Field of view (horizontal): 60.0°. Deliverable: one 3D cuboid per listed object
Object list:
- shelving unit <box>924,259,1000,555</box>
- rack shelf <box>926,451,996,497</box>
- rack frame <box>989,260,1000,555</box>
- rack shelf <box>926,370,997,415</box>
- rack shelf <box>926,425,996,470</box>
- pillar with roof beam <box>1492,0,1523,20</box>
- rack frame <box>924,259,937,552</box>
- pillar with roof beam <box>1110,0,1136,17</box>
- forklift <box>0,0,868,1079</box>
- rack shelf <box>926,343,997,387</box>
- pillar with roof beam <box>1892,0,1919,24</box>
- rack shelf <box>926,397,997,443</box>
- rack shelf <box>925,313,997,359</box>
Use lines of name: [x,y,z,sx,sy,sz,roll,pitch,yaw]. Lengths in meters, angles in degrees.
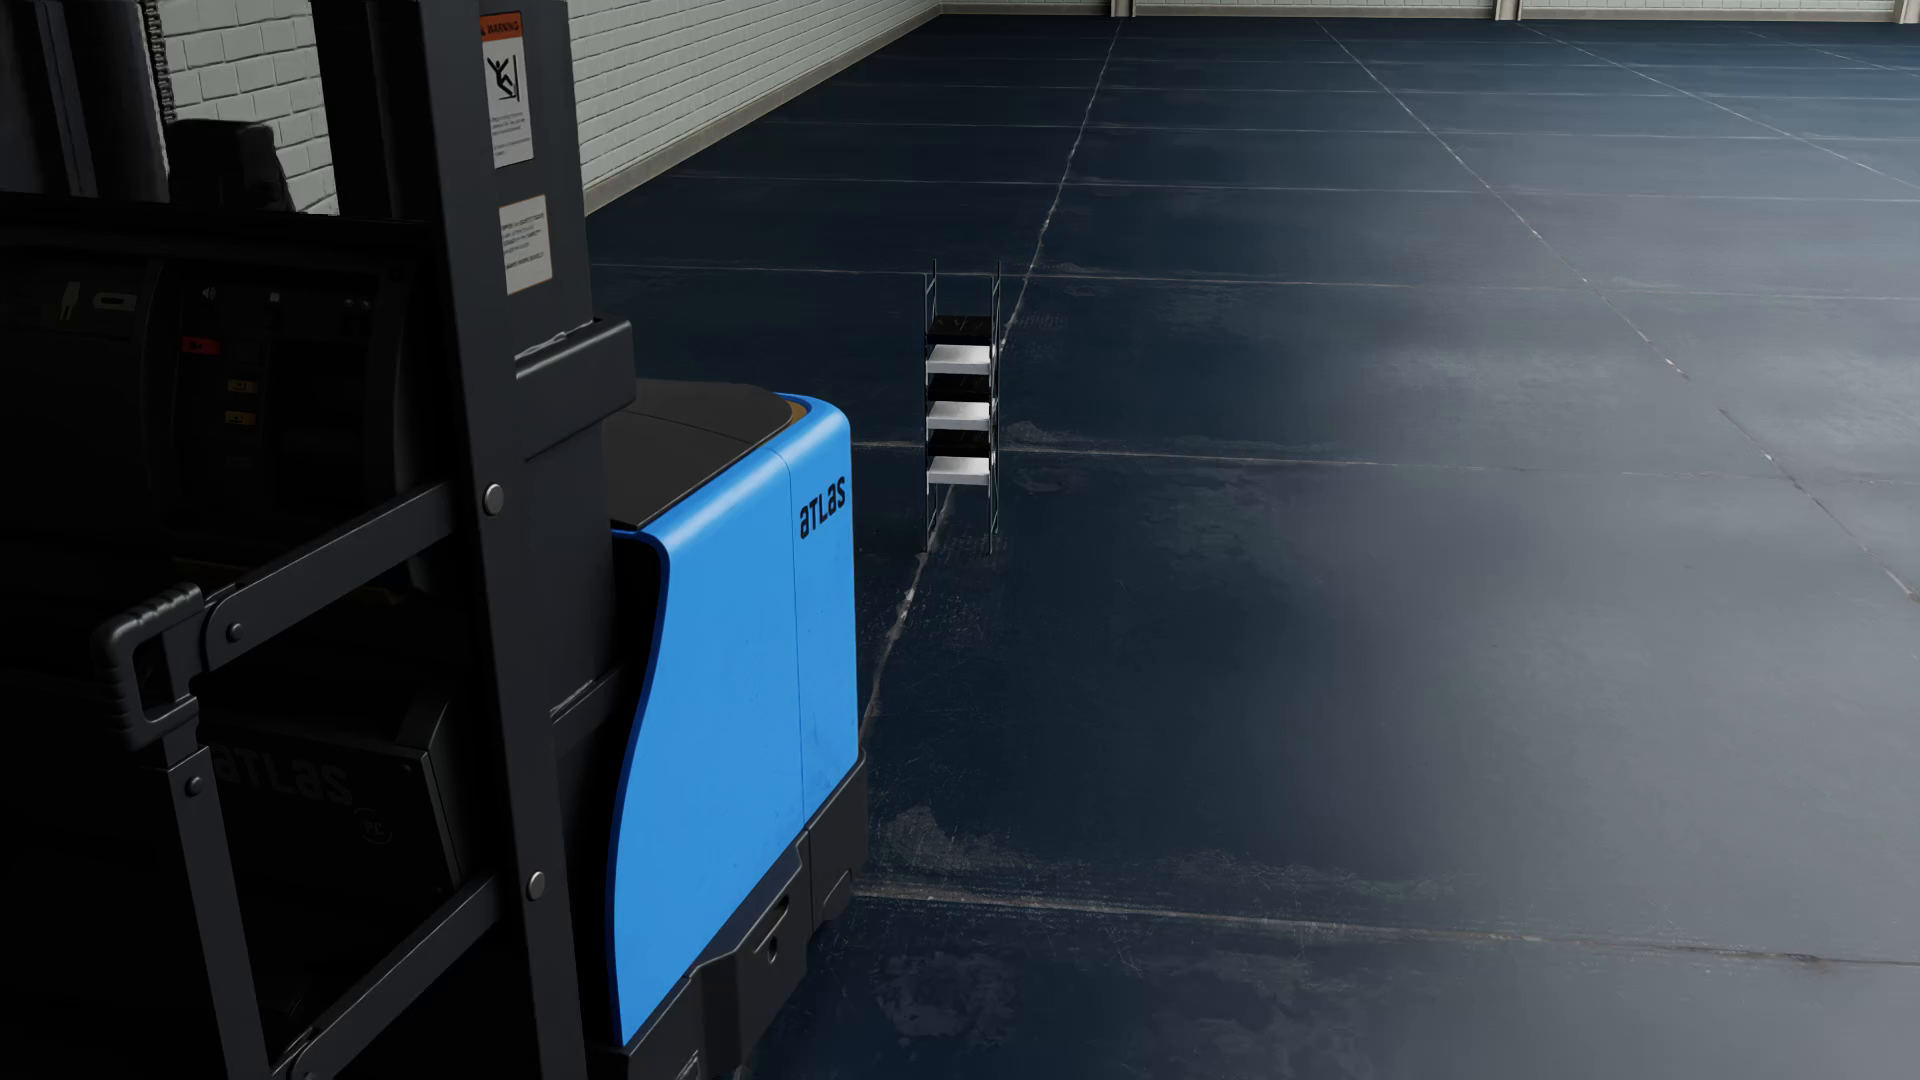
shelving unit: [0.008,-0.418,5.273,0.210,0.900,0.258,2,22,6]
rack shelf: [0.008,-0.220,5.352,0.200,0.077,0.258,2,22,6]
rack frame: [0.109,-0.414,5.262,0.006,0.900,0.240,2,22,6]
rack shelf: [0.008,-0.471,5.253,0.200,0.077,0.258,2,22,6]
rack shelf: [0.008,-0.303,5.319,0.200,0.077,0.258,2,22,6]
pillar with roof beam: [8.083,-10.802,20.523,0.400,9.000,9.100,2,22,6]
rack frame: [-0.093,-0.423,5.285,0.006,0.900,0.240,2,22,6]
pillar with roof beam: [2.124,-11.062,21.179,0.400,9.000,9.100,2,22,6]
forklift: [-1.156,-0.185,1.922,1.130,2.935,3.031,7,23,18]
rack shelf: [0.008,-0.555,5.220,0.200,0.077,0.258,2,22,6]
pillar with roof beam: [14.041,-10.542,19.866,0.400,9.000,9.100,2,22,6]
rack shelf: [0.008,-0.387,5.286,0.200,0.077,0.258,2,22,6]
rack shelf: [0.008,-0.638,5.186,0.200,0.077,0.258,2,22,6]
